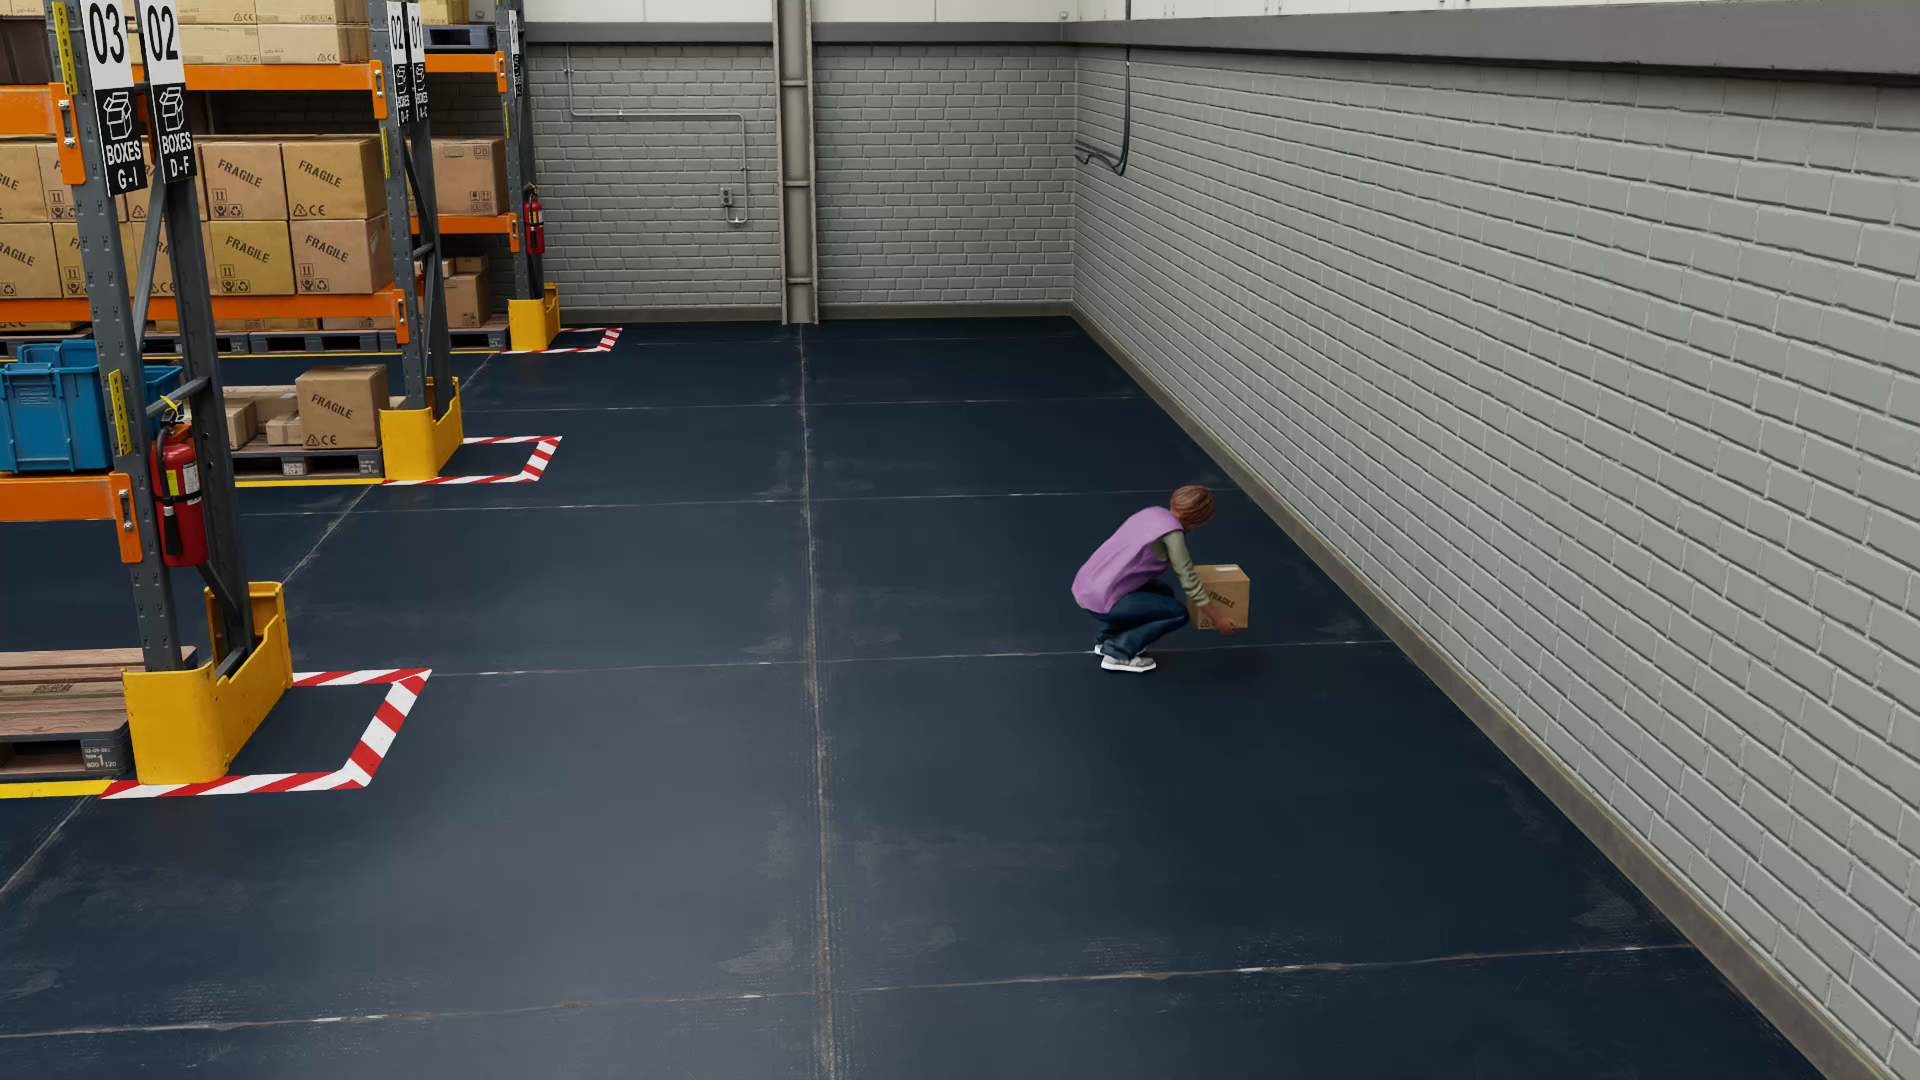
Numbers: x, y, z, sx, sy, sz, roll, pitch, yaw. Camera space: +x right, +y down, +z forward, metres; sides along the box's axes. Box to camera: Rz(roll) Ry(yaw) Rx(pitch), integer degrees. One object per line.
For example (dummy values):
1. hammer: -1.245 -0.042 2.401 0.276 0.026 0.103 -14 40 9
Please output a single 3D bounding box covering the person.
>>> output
1. person: 0.949 0.188 8.186 0.804 0.881 0.450 -2 17 -6
